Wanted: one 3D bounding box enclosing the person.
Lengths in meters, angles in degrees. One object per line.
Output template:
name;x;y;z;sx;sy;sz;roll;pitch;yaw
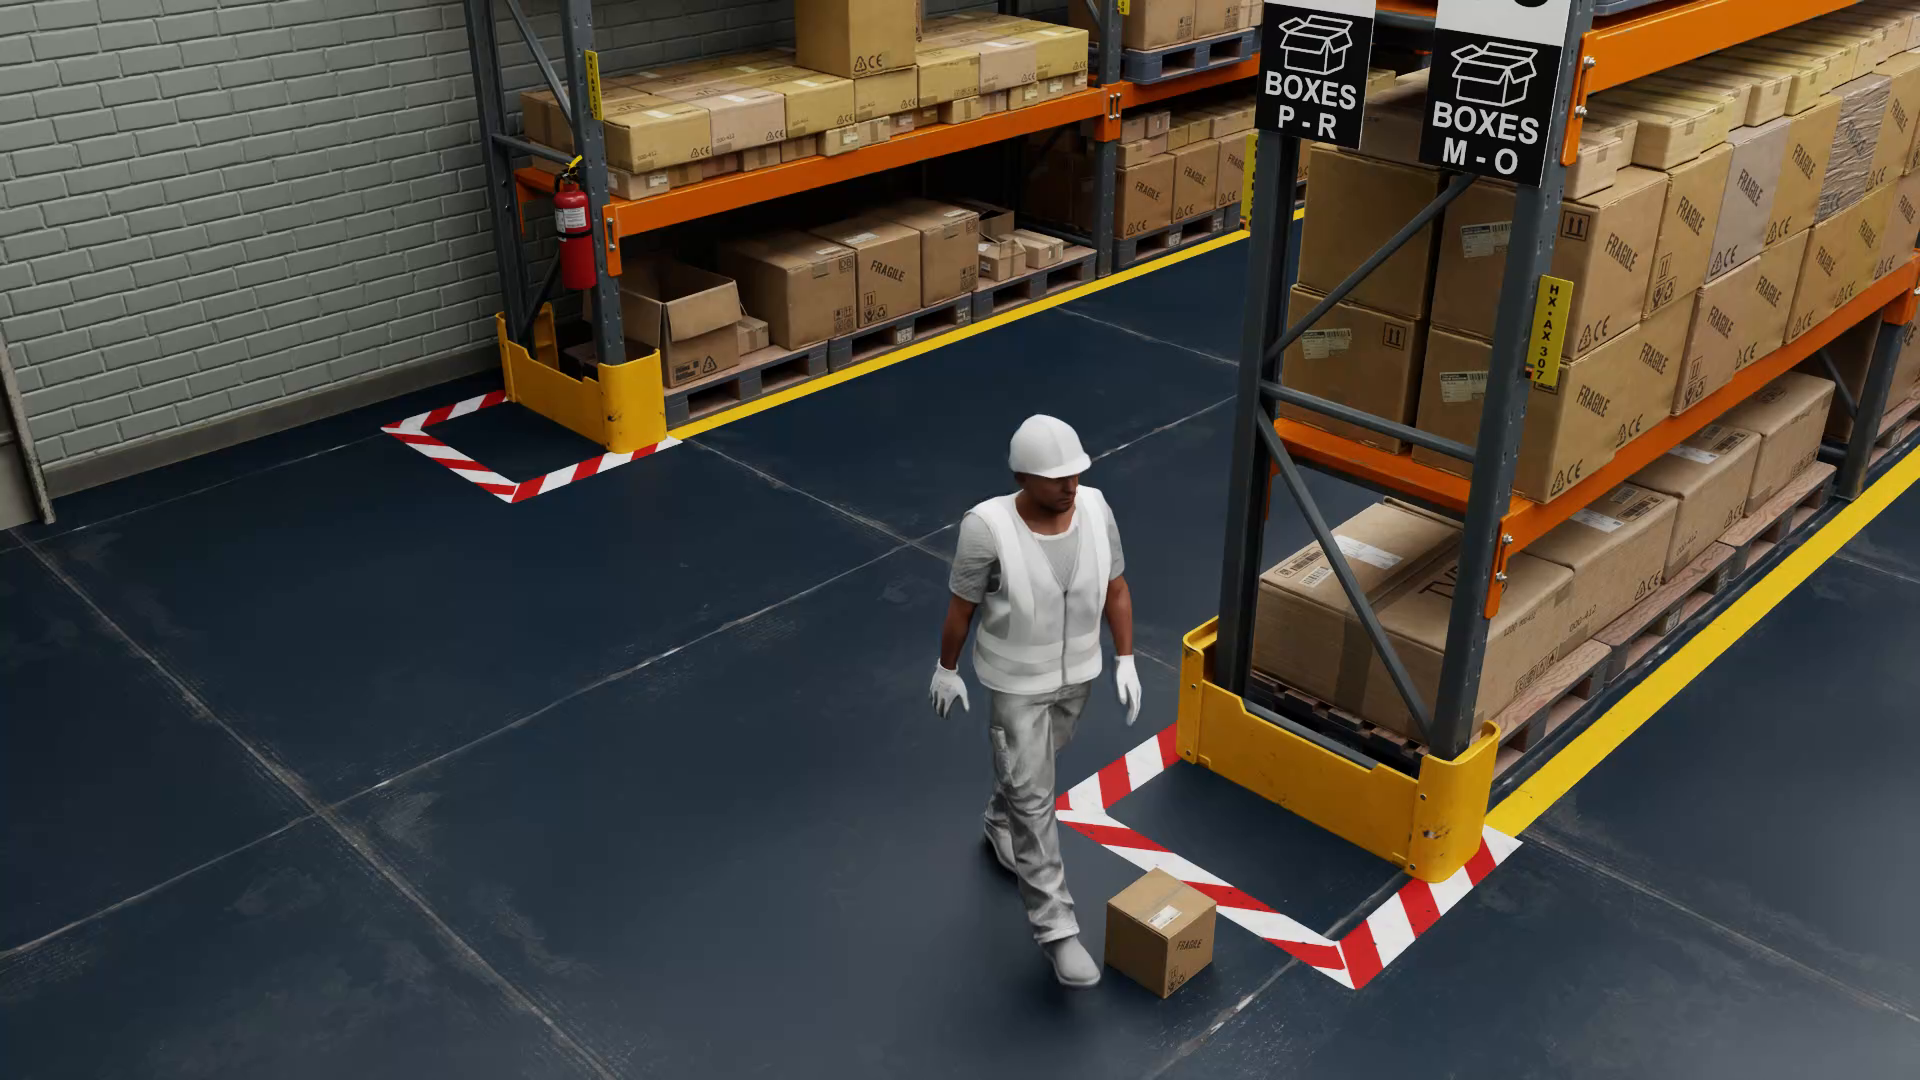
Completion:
person;0.354;0.479;5.194;0.586;1.719;1.055;-17;32;-30
